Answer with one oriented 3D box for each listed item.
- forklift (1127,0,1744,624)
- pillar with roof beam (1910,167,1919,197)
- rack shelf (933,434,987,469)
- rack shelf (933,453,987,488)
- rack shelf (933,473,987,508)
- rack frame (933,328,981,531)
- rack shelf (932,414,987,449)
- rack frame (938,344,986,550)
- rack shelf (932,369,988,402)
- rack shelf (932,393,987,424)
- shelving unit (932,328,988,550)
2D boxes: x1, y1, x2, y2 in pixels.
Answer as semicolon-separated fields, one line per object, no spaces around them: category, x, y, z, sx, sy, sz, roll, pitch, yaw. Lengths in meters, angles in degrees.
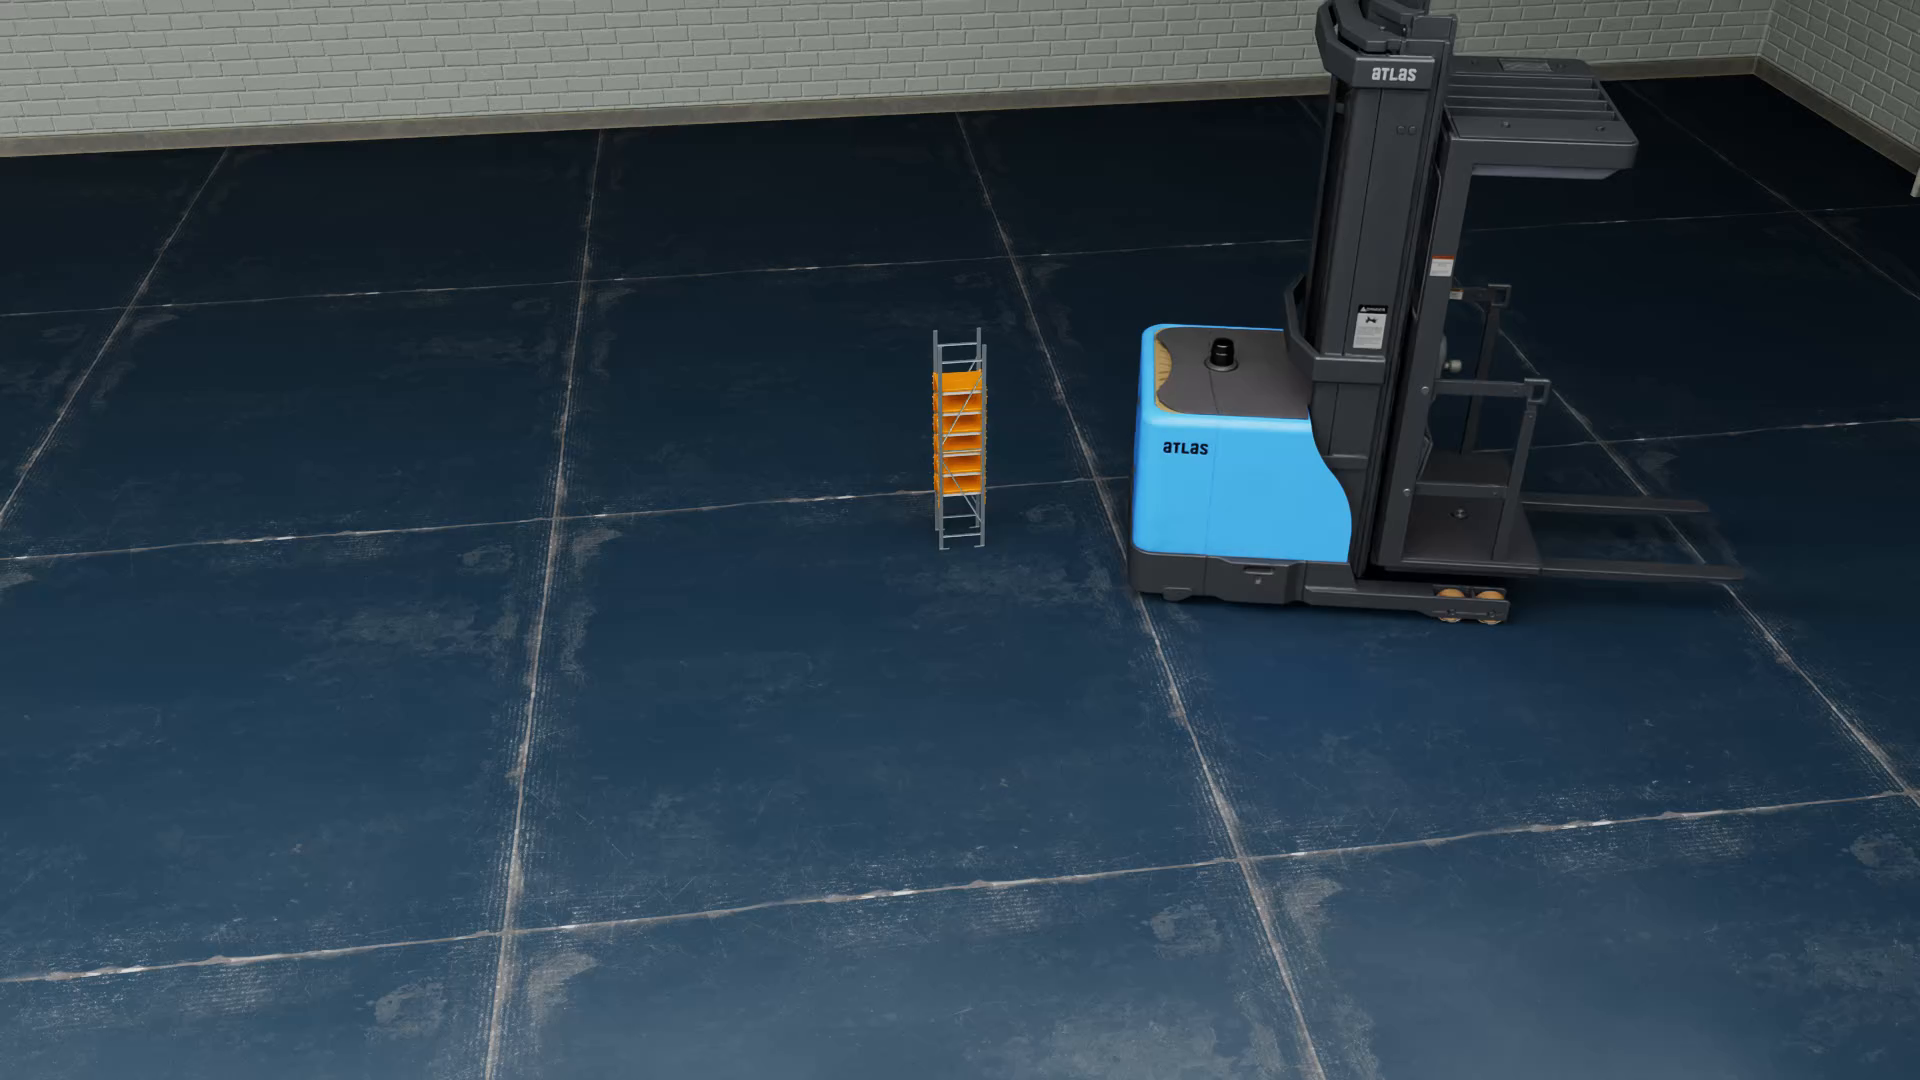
forklift;2.398;-1.107;7.900;3.031;2.935;1.130;3;34;4
pillar with roof beam;3.213;-5.953;9.623;9.100;9.000;0.400;-4;35;-6
rack shelf;-0.002;-0.467;8.578;0.258;0.103;0.180;-4;35;-6
rack shelf;-0.002;-0.368;8.645;0.258;0.103;0.180;-4;35;-6
rack shelf;-0.002;-0.269;8.713;0.258;0.103;0.180;-4;35;-6
rack frame;-0.014;-0.555;8.628;0.240;1.200;0.006;-4;35;-6
rack shelf;-0.002;-0.566;8.510;0.258;0.103;0.180;-4;35;-6
rack frame;0.010;-0.453;8.478;0.240;1.200;0.006;-4;35;-6
rack shelf;-0.002;-0.765;8.375;0.258;0.103;0.180;-4;35;-6
rack shelf;-0.002;-0.665;8.442;0.258;0.103;0.180;-4;35;-6
shelving unit;-0.002;-0.504;8.553;0.258;1.200;0.189;-4;35;-6
